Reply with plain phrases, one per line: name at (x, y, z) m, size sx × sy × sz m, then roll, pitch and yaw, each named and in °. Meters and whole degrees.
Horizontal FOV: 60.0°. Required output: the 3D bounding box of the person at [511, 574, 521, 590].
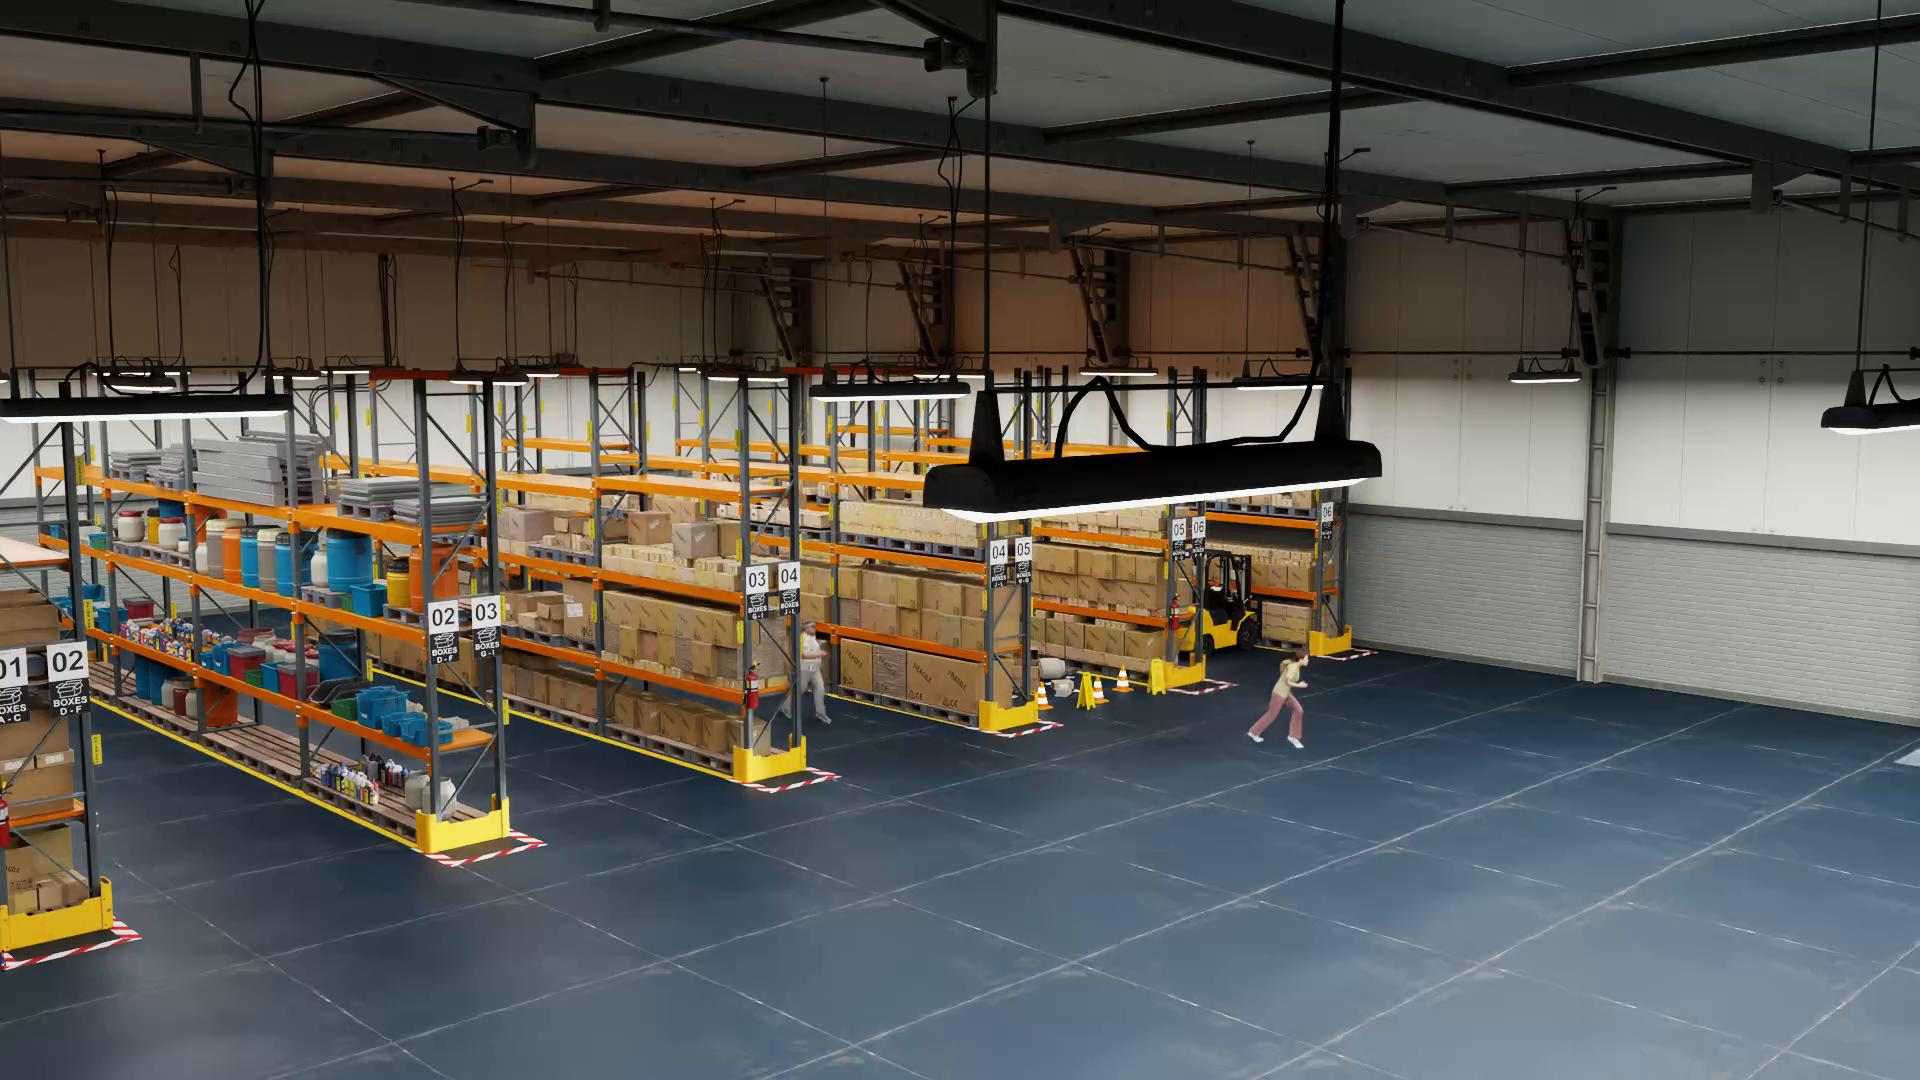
person at (-10.789, 0.943, 40.527) m, size 0.797 × 1.707 × 0.698 m, roll -4°, pitch 7°, yaw -30°

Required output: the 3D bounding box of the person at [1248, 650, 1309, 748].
person at (5.121, 2.565, 26.788) m, size 0.947 × 1.599 × 0.619 m, roll 2°, pitch 7°, yaw 15°

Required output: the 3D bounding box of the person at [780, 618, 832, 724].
person at (-2.632, 2.230, 28.440) m, size 0.915 × 1.816 × 0.641 m, roll 2°, pitch 7°, yaw 21°

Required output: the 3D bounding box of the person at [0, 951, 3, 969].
person at (-9.362, 3.776, 15.722) m, size 0.523 × 1.594 × 0.624 m, roll -3°, pitch 7°, yaw -22°
